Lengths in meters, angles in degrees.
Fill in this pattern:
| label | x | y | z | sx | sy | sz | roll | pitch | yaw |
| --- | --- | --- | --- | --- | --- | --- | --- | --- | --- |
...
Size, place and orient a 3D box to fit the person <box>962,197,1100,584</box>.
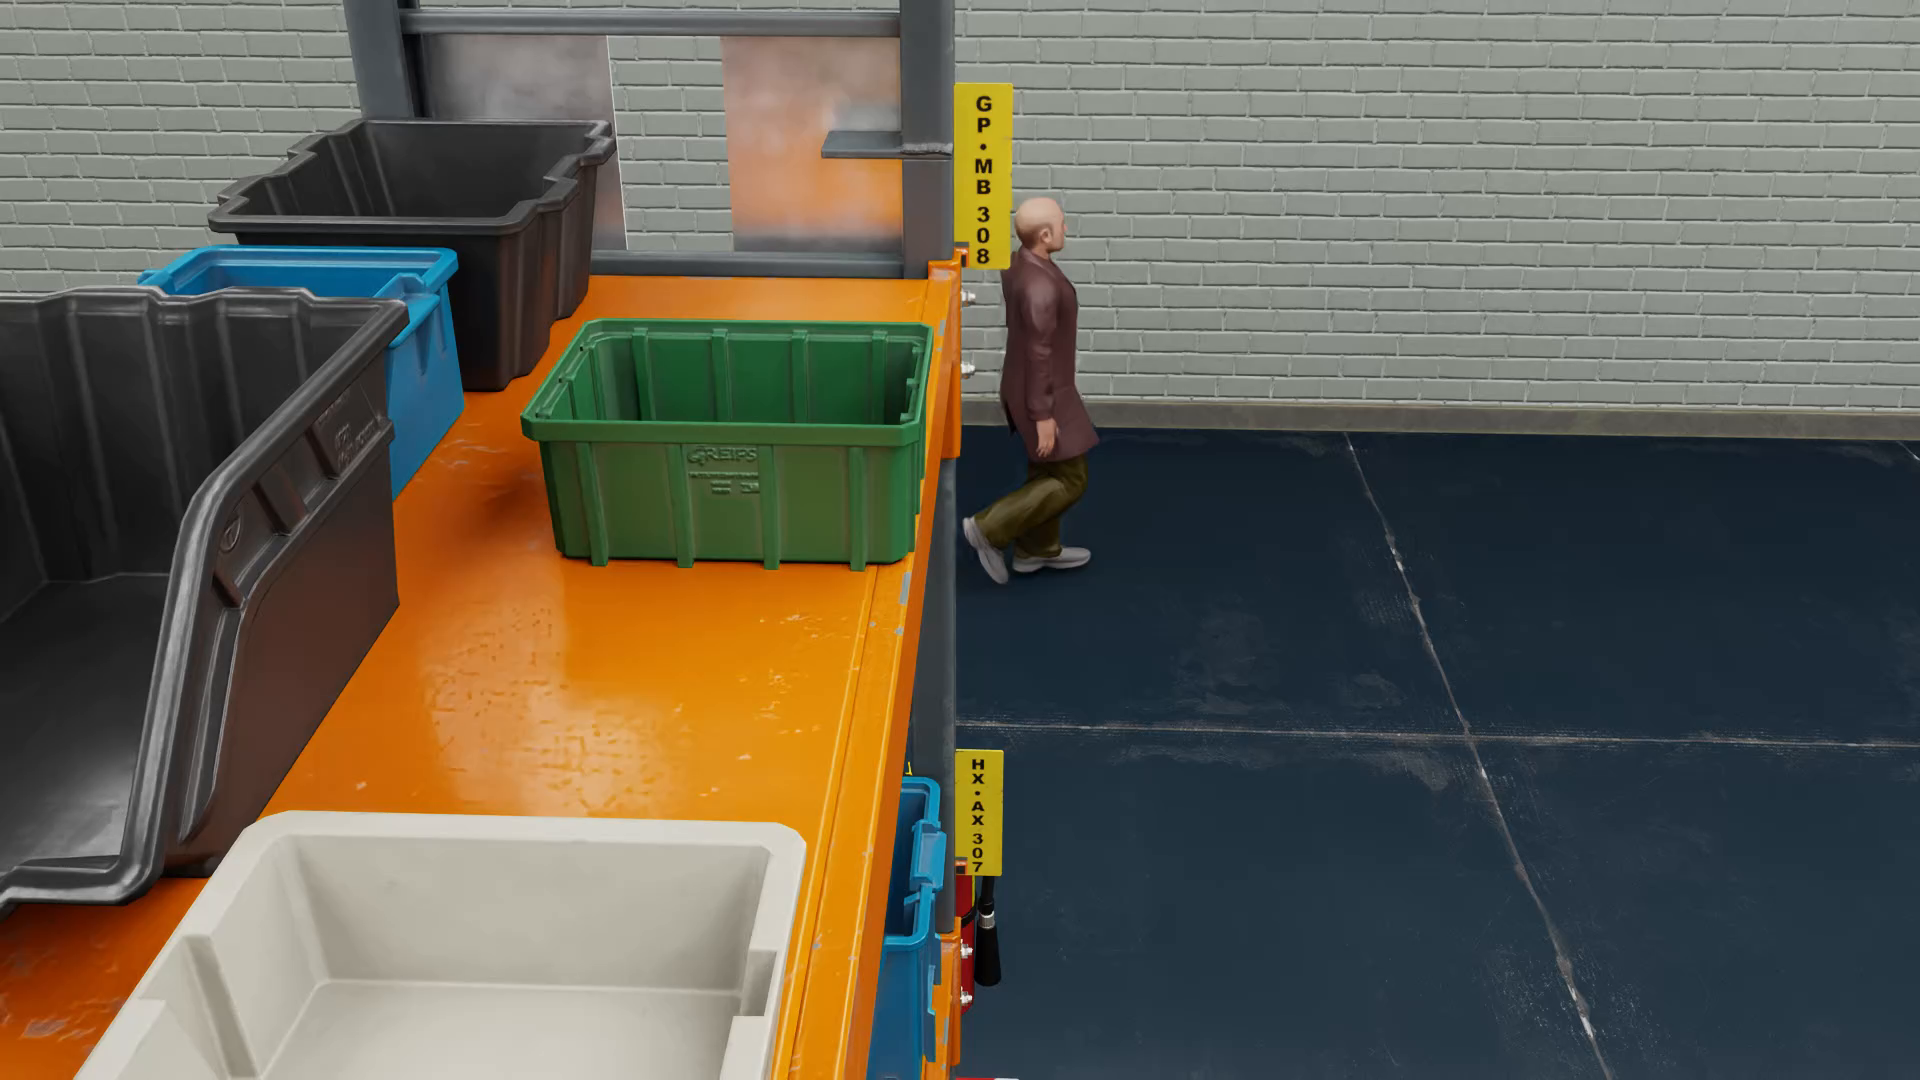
| label | x | y | z | sx | sy | sz | roll | pitch | yaw |
| --- | --- | --- | --- | --- | --- | --- | --- | --- | --- |
| person | 0.306 | -0.625 | 7.270 | 0.638 | 1.767 | 0.604 | -5 | 28 | -9 |
